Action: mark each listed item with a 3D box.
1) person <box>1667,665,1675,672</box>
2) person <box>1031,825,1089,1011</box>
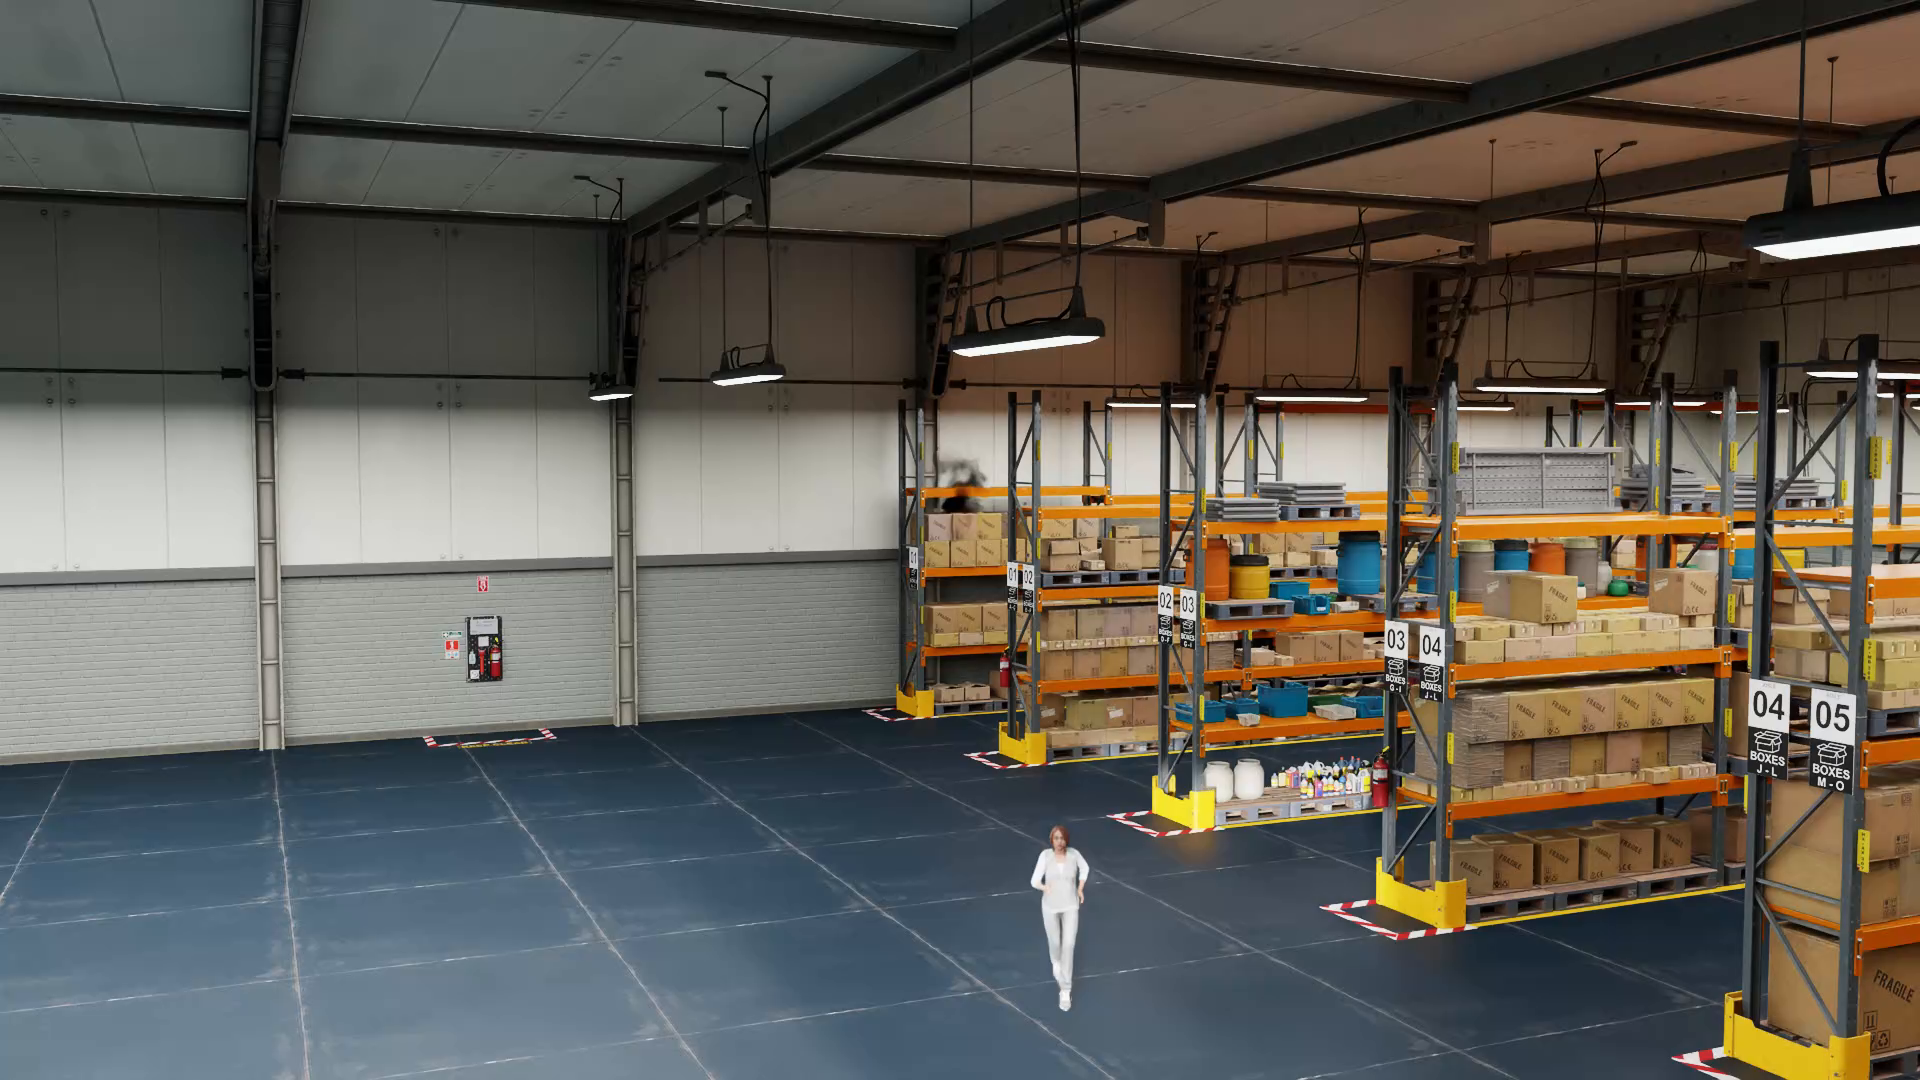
[{"bbox_3d":[12.592,2.613,29.776,0.737,1.643,0.510,-3,4,-38],"label":"person"},{"bbox_3d":[0.929,3.445,15.471,0.534,1.615,0.843,0,3,4],"label":"person"}]
